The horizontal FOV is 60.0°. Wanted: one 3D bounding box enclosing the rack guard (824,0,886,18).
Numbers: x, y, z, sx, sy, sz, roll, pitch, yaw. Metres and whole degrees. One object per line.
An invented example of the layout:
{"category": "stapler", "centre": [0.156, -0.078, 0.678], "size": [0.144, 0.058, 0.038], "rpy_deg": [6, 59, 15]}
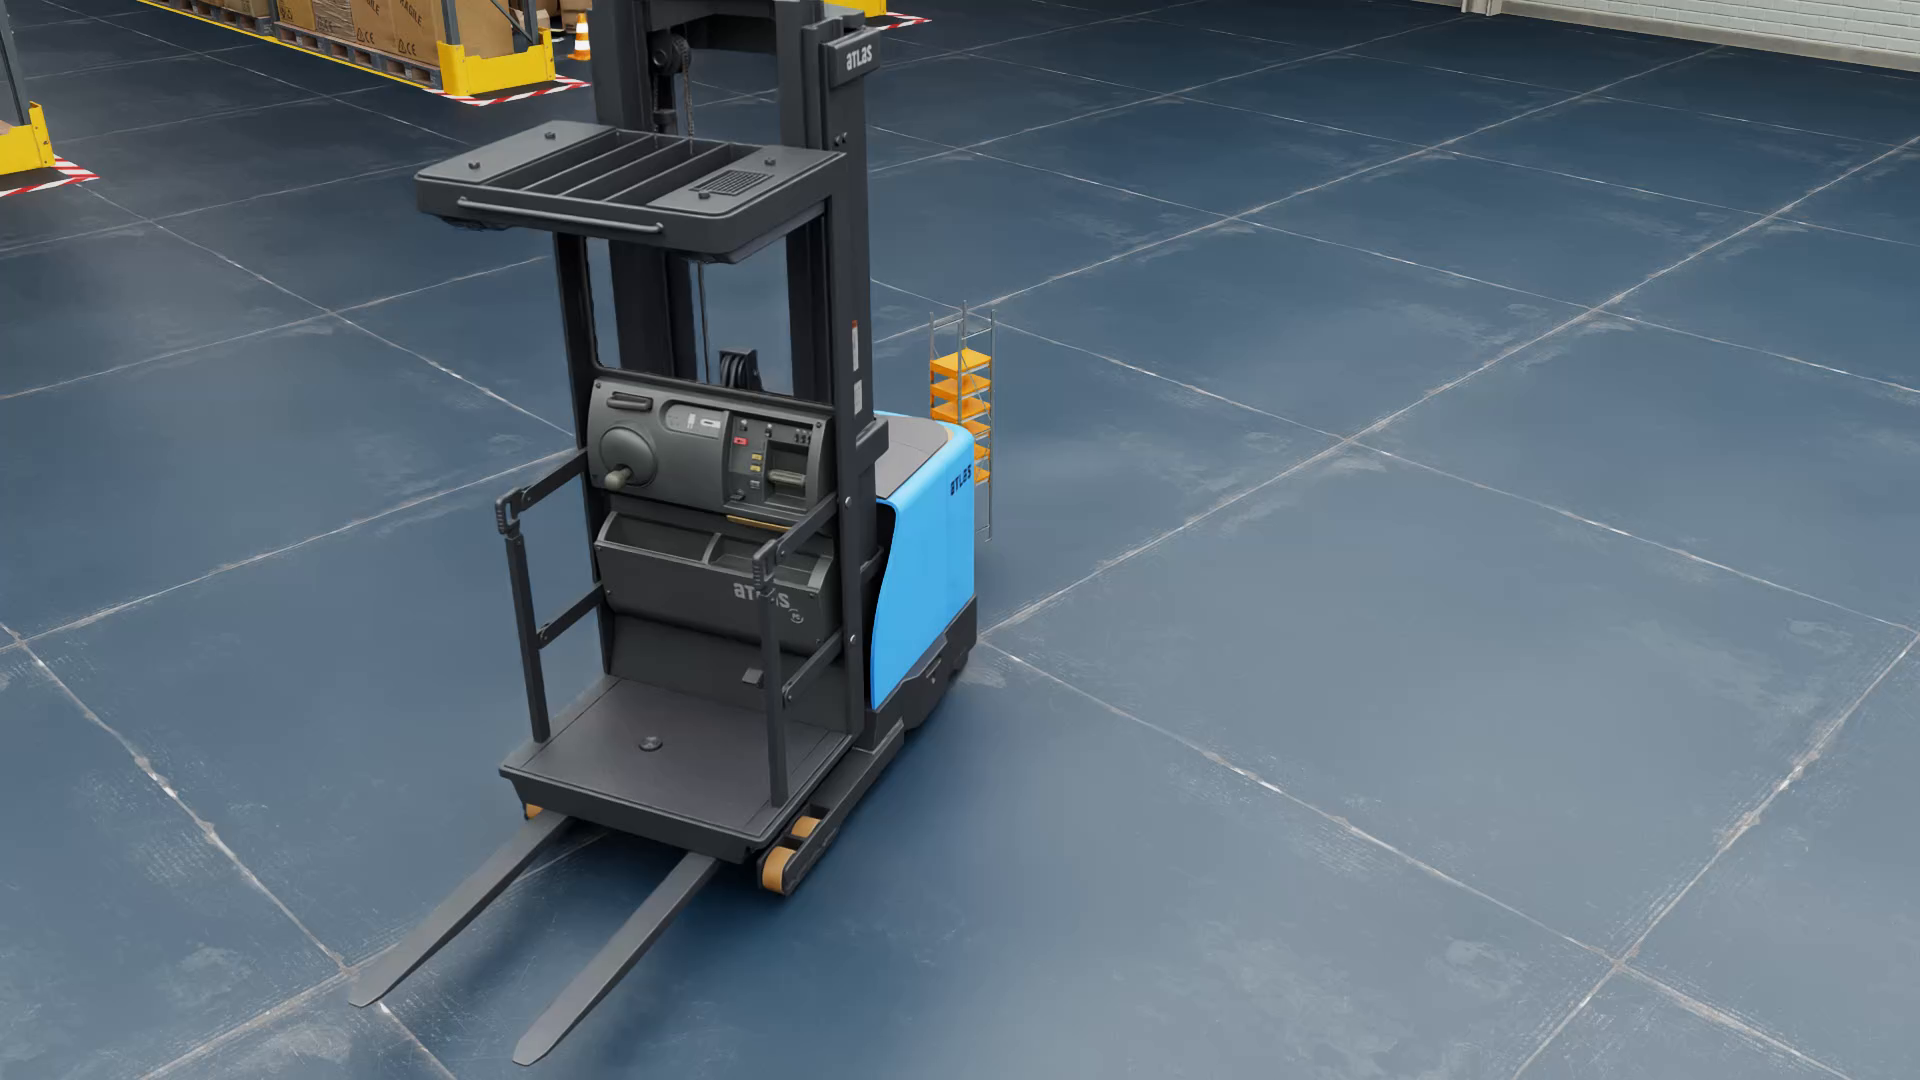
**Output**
{"category": "rack guard", "centre": [-1.422, -6.633, 20.327], "size": [0.348, 0.500, 1.175], "rpy_deg": [25, 36, 38]}

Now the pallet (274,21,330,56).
{"category": "pallet", "centre": [-7.131, -5.836, 19.121], "size": [1.213, 0.211, 1.003], "rpy_deg": [25, 36, 38]}

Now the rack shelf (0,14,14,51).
{"category": "rack shelf", "centre": [-9.741, -4.760, 14.852], "size": [4.000, 0.370, 1.077], "rpy_deg": [25, 36, 38]}

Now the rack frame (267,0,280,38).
{"category": "rack frame", "centre": [-7.618, -7.344, 18.994], "size": [0.127, 3.000, 1.000], "rpy_deg": [25, 36, 38]}

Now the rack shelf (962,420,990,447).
{"category": "rack shelf", "centre": [0.010, -0.487, 7.982], "size": [0.180, 0.103, 0.258], "rpy_deg": [25, 36, 38]}

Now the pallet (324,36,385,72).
{"category": "pallet", "centre": [-6.256, -5.437, 18.364], "size": [1.213, 0.211, 1.003], "rpy_deg": [25, 36, 38]}

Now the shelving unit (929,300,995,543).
{"category": "shelving unit", "centre": [0.010, -0.526, 7.962], "size": [0.189, 1.200, 0.258], "rpy_deg": [25, 36, 38]}

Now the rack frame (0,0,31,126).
{"category": "rack frame", "centre": [-8.315, -4.426, 13.444], "size": [0.127, 3.000, 1.000], "rpy_deg": [25, 36, 38]}

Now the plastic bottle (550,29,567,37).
{"category": "plastic bottle", "centre": [-4.769, -5.954, 19.508], "size": [0.283, 0.061, 0.133], "rpy_deg": [12, 30, 22]}

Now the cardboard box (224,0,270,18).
{"category": "cardboard box", "centre": [-8.124, -6.707, 19.748], "size": [0.750, 0.750, 1.050], "rpy_deg": [24, 36, 38]}

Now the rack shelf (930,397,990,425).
{"category": "rack shelf", "centre": [0.010, -0.593, 7.927], "size": [0.180, 0.103, 0.258], "rpy_deg": [25, 36, 38]}

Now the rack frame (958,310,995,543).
{"category": "rack frame", "centre": [0.076, -0.496, 7.905], "size": [0.006, 1.200, 0.240], "rpy_deg": [25, 36, 38]}

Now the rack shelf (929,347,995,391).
{"category": "rack shelf", "centre": [0.010, -0.806, 7.815], "size": [0.180, 0.103, 0.258], "rpy_deg": [25, 36, 38]}

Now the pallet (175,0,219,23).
{"category": "pallet", "centre": [-9.095, -6.735, 20.831], "size": [1.213, 0.211, 1.003], "rpy_deg": [25, 36, 38]}

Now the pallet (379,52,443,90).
{"category": "pallet", "centre": [-5.391, -5.039, 17.607], "size": [1.213, 0.211, 1.003], "rpy_deg": [25, 36, 38]}

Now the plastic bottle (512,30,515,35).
{"category": "plastic bottle", "centre": [-5.336, -5.928, 19.458], "size": [0.133, 0.061, 0.283], "rpy_deg": [12, 30, 22]}

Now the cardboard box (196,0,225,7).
{"category": "cardboard box", "centre": [-8.809, -7.023, 20.349], "size": [0.750, 0.750, 1.050], "rpy_deg": [25, 36, 38]}

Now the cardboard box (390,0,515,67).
{"category": "cardboard box", "centre": [-5.296, -5.484, 17.287], "size": [0.875, 0.875, 0.875], "rpy_deg": [25, 37, 39]}

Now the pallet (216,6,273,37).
{"category": "pallet", "centre": [-8.221, -6.336, 20.074], "size": [1.213, 0.211, 1.003], "rpy_deg": [25, 36, 38]}

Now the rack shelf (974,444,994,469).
{"category": "rack shelf", "centre": [0.010, -0.381, 8.038], "size": [0.180, 0.103, 0.258], "rpy_deg": [25, 36, 38]}

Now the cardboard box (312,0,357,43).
{"category": "cardboard box", "centre": [-6.573, -6.068, 18.399], "size": [0.875, 0.875, 0.875], "rpy_deg": [25, 37, 39]}

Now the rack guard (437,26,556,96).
{"category": "rack guard", "centre": [-4.749, -4.925, 17.078], "size": [0.348, 0.500, 1.175], "rpy_deg": [25, 36, 38]}

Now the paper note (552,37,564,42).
{"category": "paper note", "centre": [-4.664, -5.785, 19.222], "size": [0.144, 0.017, 0.142], "rpy_deg": [-13, 30, -22]}

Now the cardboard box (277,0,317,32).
{"category": "cardboard box", "centre": [-7.219, -6.361, 18.956], "size": [0.875, 0.875, 0.875], "rpy_deg": [-25, 36, -38]}

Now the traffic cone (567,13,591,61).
{"category": "traffic cone", "centre": [-4.149, -5.560, 18.328], "size": [0.334, 0.463, 0.336], "rpy_deg": [25, 36, 38]}

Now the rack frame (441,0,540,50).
{"category": "rack frame", "centre": [-4.766, -6.039, 16.511], "size": [0.127, 3.000, 1.000], "rpy_deg": [25, 36, 38]}

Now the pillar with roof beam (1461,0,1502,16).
{"category": "pillar with roof beam", "centre": [3.506, -9.158, 15.998], "size": [0.400, 9.000, 9.100], "rpy_deg": [25, 36, 38]}

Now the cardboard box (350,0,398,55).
{"category": "cardboard box", "centre": [-5.925, -5.770, 17.832], "size": [0.875, 0.875, 0.875], "rpy_deg": [24, 36, 38]}

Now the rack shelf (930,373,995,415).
{"category": "rack shelf", "centre": [0.010, -0.699, 7.871], "size": [0.180, 0.103, 0.258], "rpy_deg": [25, 36, 38]}

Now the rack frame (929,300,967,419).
{"category": "rack frame", "centre": [-0.055, -0.556, 8.019], "size": [0.006, 1.200, 0.240], "rpy_deg": [25, 36, 38]}

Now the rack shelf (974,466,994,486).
{"category": "rack shelf", "centre": [0.010, -0.275, 8.094], "size": [0.180, 0.103, 0.258], "rpy_deg": [25, 36, 38]}

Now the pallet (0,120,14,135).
{"category": "pallet", "centre": [-8.924, -3.493, 14.666], "size": [1.213, 0.211, 1.003], "rpy_deg": [25, 36, 38]}

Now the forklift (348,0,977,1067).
{"category": "forklift", "centre": [-0.972, -0.273, 5.620], "size": [1.130, 2.935, 3.031], "rpy_deg": [11, 30, 20]}

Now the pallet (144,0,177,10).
{"category": "pallet", "centre": [-9.961, -7.133, 21.588], "size": [1.213, 0.211, 1.003], "rpy_deg": [25, 36, 38]}

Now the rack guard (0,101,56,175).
{"category": "rack guard", "centre": [-8.369, -3.344, 14.073], "size": [0.348, 0.500, 1.175], "rpy_deg": [25, 36, 38]}

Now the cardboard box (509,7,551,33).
{"category": "cardboard box", "centre": [-5.101, -6.184, 19.726], "size": [0.396, 0.266, 0.258], "rpy_deg": [-18, 33, -31]}

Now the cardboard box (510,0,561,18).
{"category": "cardboard box", "centre": [-5.067, -6.705, 20.315], "size": [0.503, 0.637, 0.797], "rpy_deg": [25, 36, 38]}

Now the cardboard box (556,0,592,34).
{"category": "cardboard box", "centre": [-4.395, -6.342, 19.771], "size": [0.637, 0.503, 0.797], "rpy_deg": [2, 28, 4]}

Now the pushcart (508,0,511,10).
{"category": "pushcart", "centre": [-5.783, -7.086, 21.321], "size": [0.936, 0.377, 1.648], "rpy_deg": [12, 30, 22]}
